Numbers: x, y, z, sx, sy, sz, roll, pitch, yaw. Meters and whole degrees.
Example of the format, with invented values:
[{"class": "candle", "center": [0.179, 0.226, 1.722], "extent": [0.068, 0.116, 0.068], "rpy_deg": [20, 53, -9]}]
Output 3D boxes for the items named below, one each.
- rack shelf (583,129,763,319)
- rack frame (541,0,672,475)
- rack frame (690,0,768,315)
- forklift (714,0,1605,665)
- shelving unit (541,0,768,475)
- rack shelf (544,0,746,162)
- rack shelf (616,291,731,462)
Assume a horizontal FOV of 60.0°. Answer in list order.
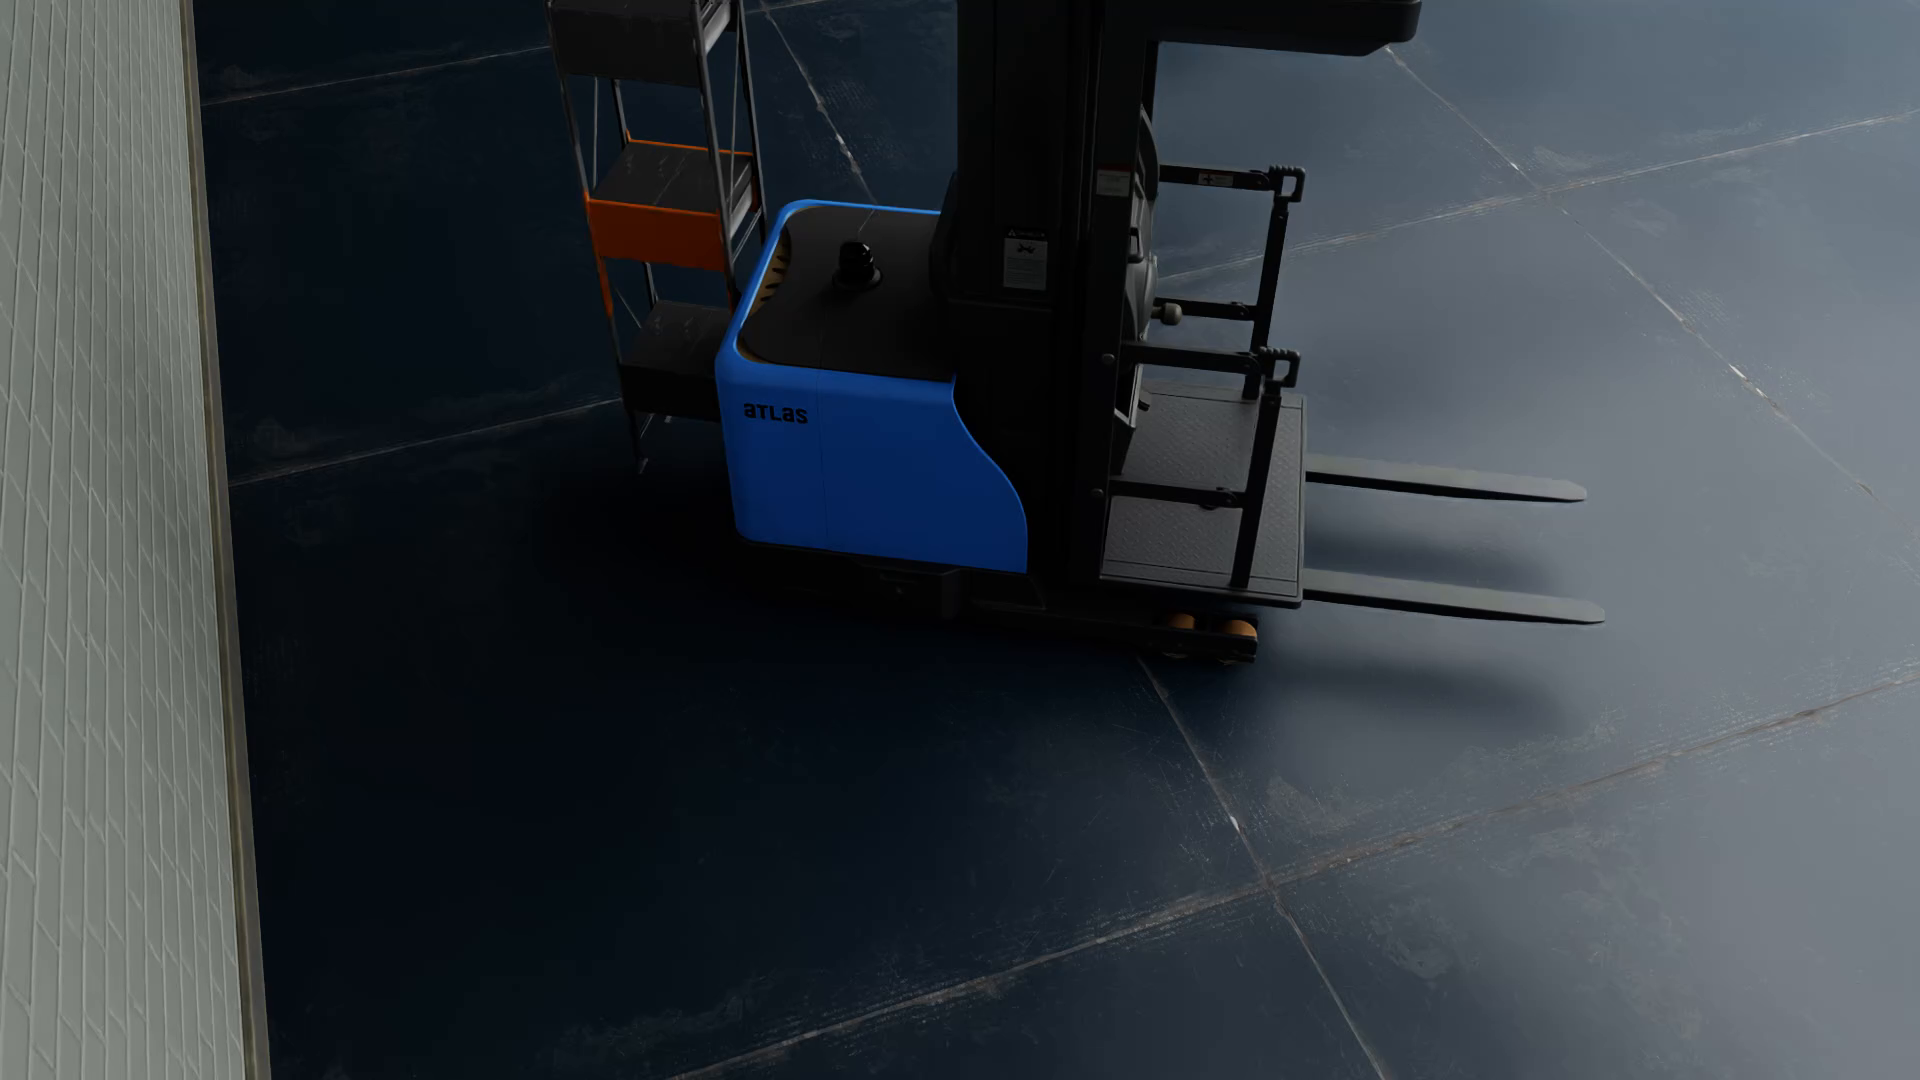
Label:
[{"class": "rack shelf", "center": [-0.985, -1.089, 5.867], "extent": [0.480, 0.518, 0.431], "rpy_deg": [9, 46, 10]}, {"class": "rack frame", "center": [-1.223, -1.135, 5.898], "extent": [0.015, 2.100, 0.400], "rpy_deg": [9, 46, 10]}, {"class": "rack frame", "center": [-0.747, -1.062, 5.818], "extent": [0.015, 2.100, 0.400], "rpy_deg": [9, 46, 10]}, {"class": "forklift", "center": [0.756, -1.006, 5.183], "extent": [3.031, 2.935, 1.130], "rpy_deg": [7, 45, 6]}, {"class": "shelving unit", "center": [-0.985, -1.098, 5.858], "extent": [0.503, 2.100, 0.431], "rpy_deg": [9, 46, 10]}, {"class": "rack shelf", "center": [-0.993, -1.584, 5.373], "extent": [0.480, 0.518, 0.431], "rpy_deg": [9, 46, 10]}, {"class": "rack shelf", "center": [-0.977, -0.593, 6.362], "extent": [0.480, 0.518, 0.431], "rpy_deg": [9, 46, 10]}]
